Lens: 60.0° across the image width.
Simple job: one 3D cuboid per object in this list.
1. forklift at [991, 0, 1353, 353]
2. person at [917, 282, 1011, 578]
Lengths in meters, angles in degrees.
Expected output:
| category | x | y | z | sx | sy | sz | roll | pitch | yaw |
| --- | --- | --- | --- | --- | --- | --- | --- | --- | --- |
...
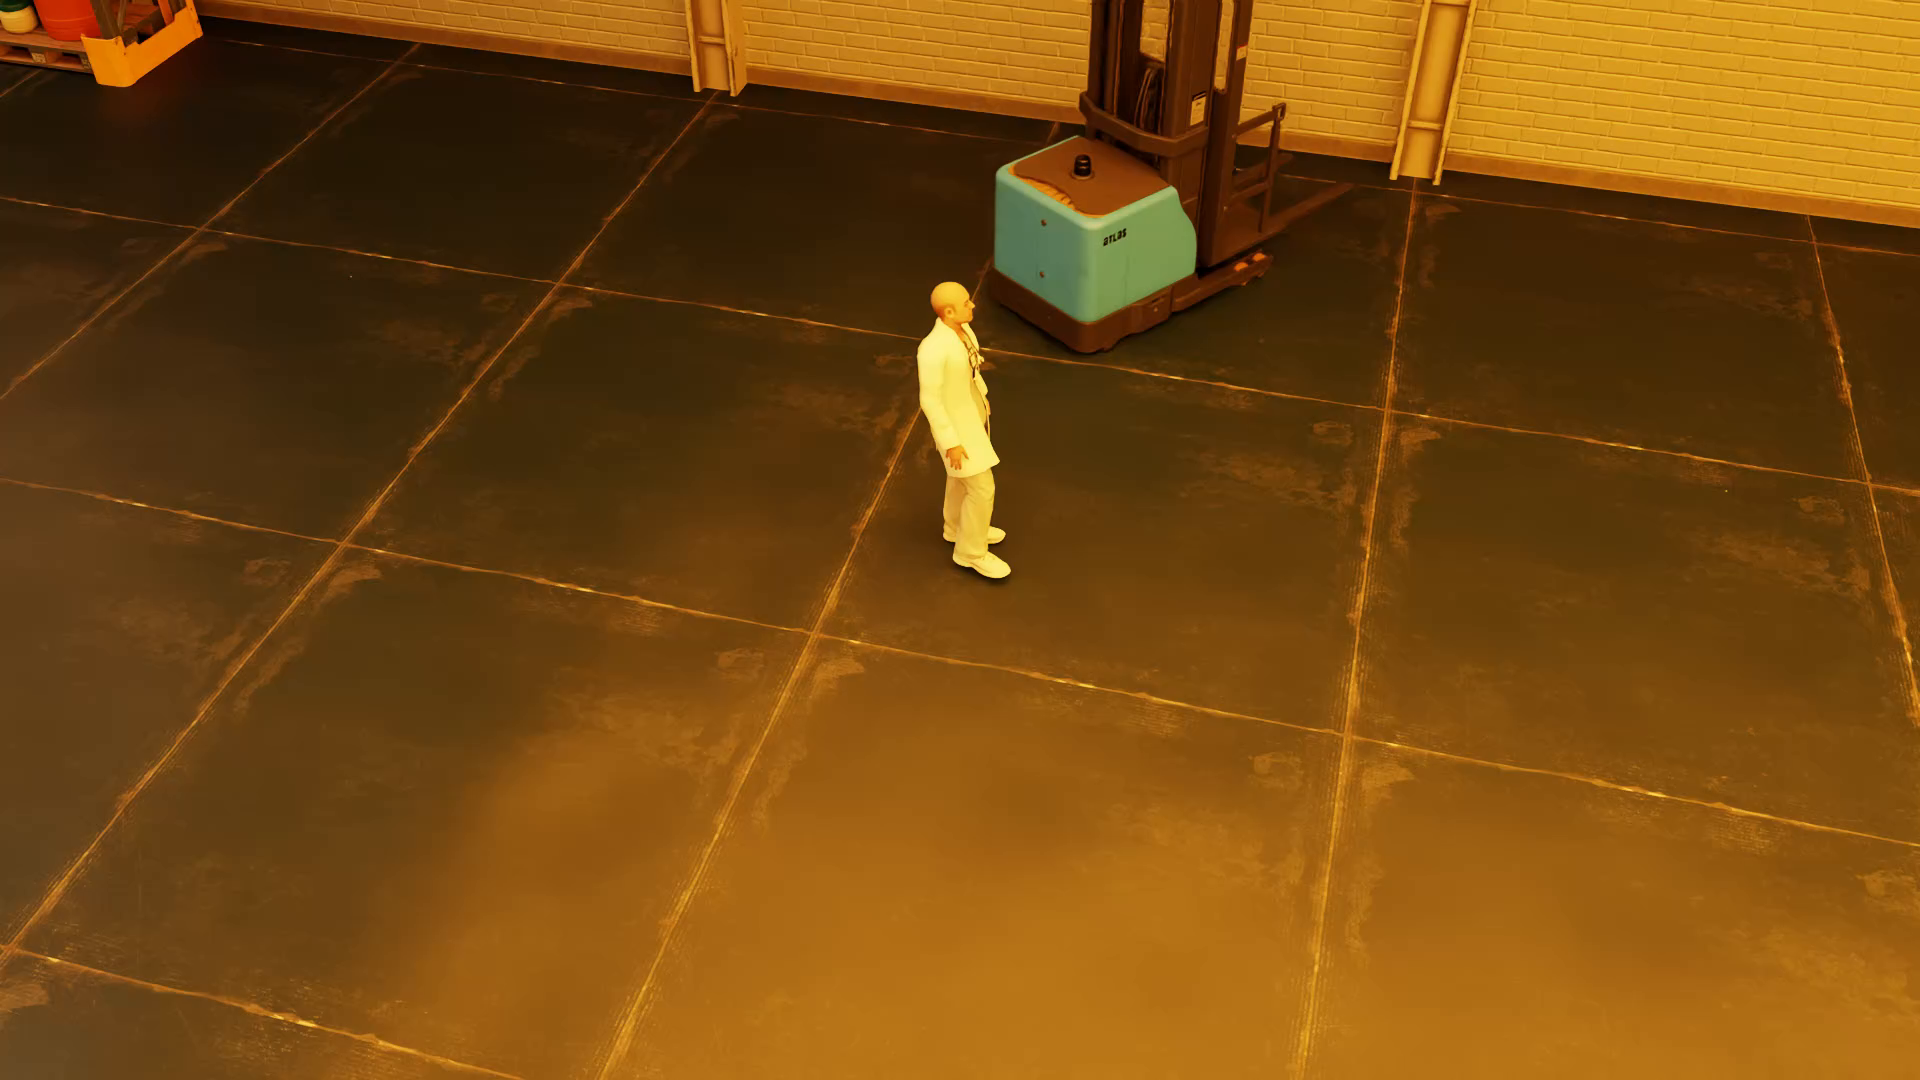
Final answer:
| category | x | y | z | sx | sy | sz | roll | pitch | yaw |
| --- | --- | --- | --- | --- | --- | --- | --- | --- | --- |
| forklift | 1.678 | -3.212 | 11.526 | 3.031 | 2.935 | 1.130 | -29 | 49 | -29 |
| person | 0.086 | -0.656 | 9.473 | 0.582 | 1.775 | 0.696 | 10 | 42 | 11 |
